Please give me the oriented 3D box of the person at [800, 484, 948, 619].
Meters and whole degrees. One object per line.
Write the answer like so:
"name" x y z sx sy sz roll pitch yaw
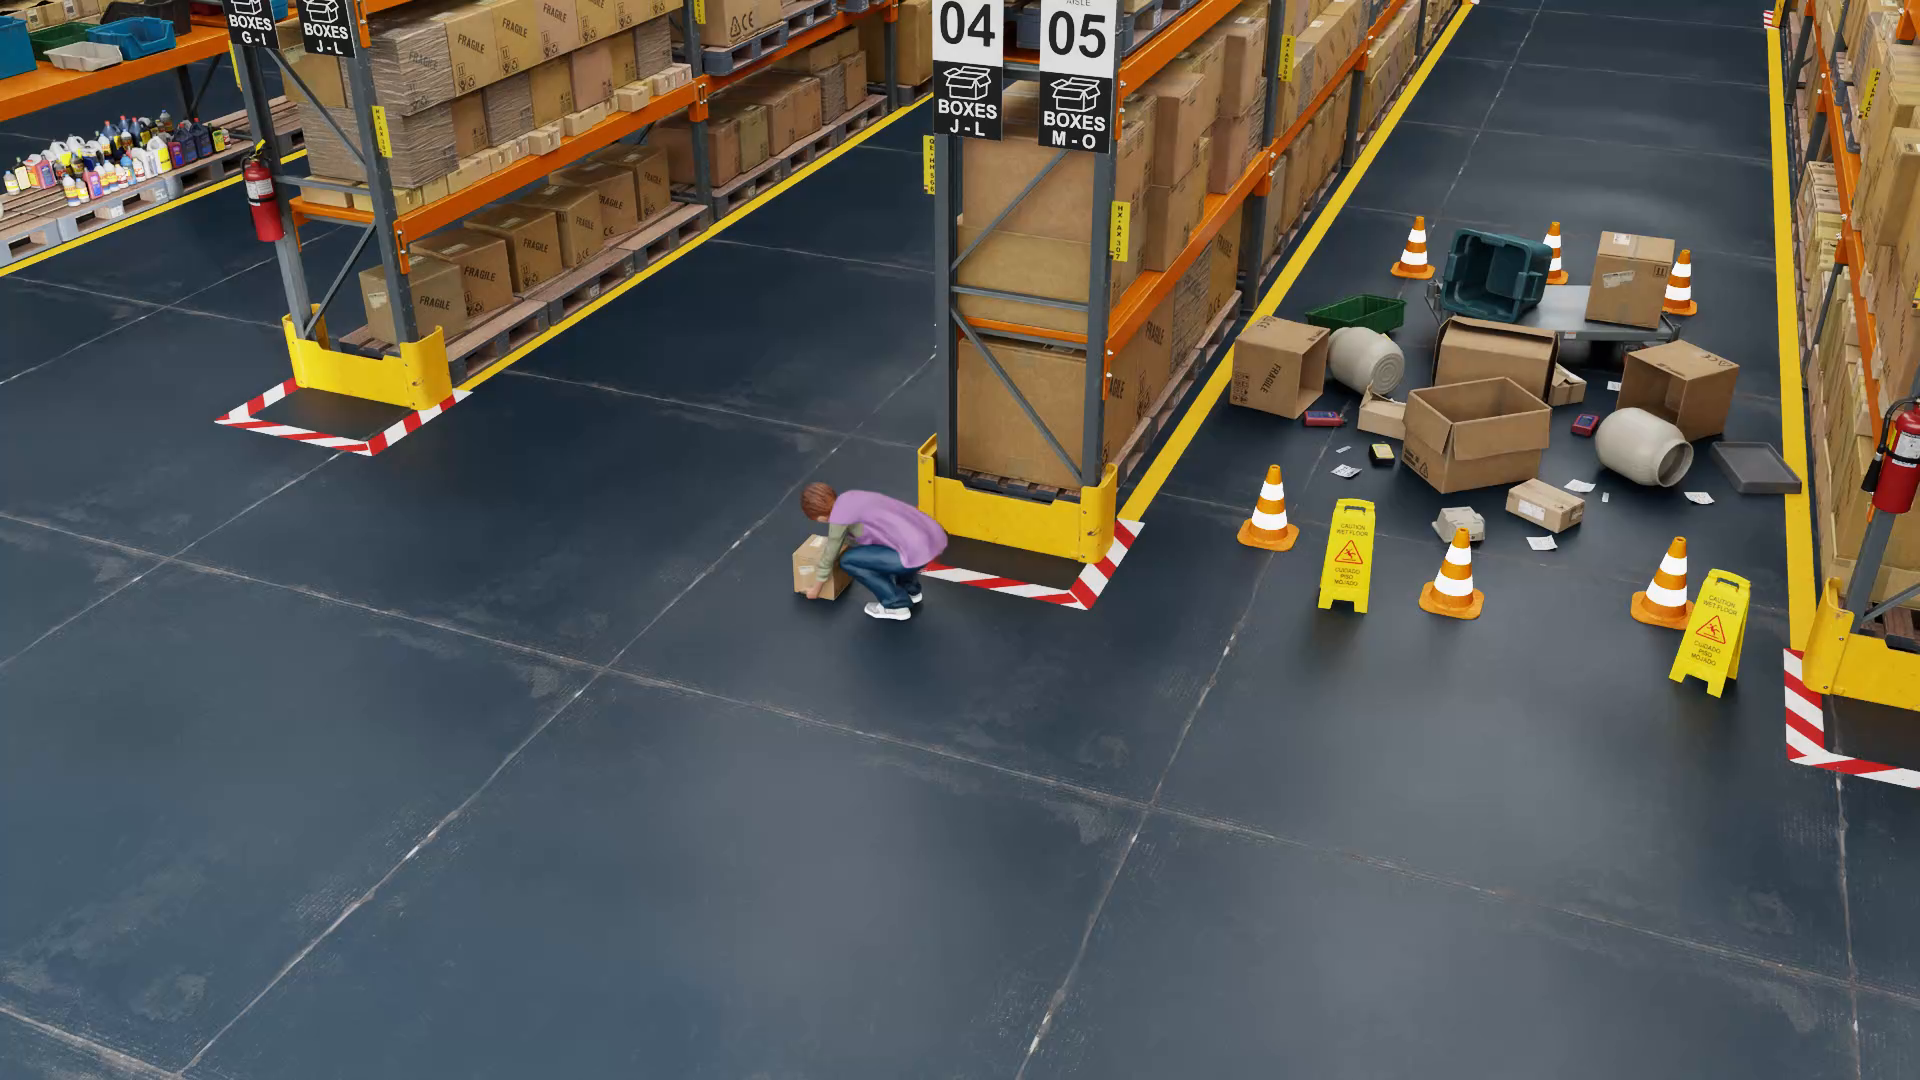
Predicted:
"person" -0.484 0.058 9.232 0.867 0.700 0.416 14 33 22
